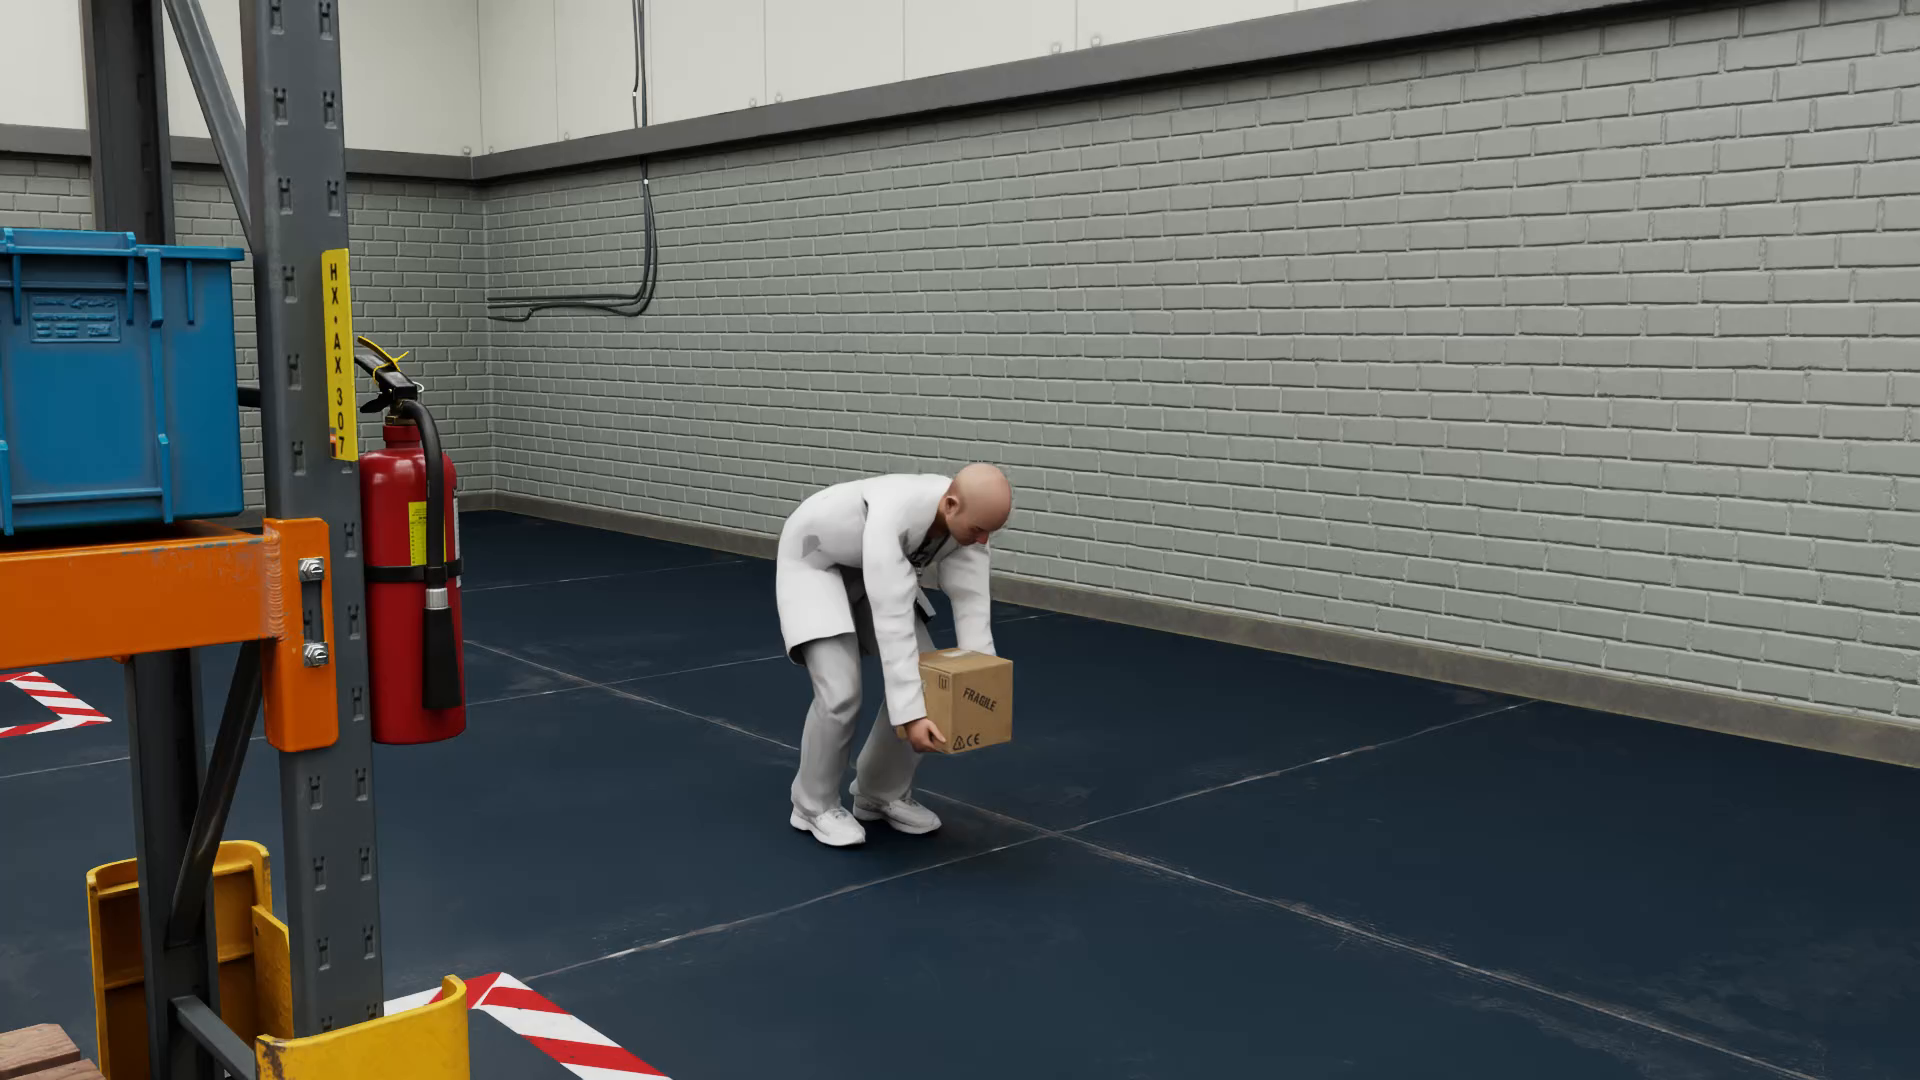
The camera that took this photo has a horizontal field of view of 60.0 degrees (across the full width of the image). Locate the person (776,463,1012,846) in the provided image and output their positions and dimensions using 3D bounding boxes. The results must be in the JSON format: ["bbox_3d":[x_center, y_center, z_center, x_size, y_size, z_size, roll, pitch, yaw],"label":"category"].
[{"bbox_3d":[-0.203,0.353,5.226,0.568,1.232,0.922,-7,10,-43],"label":"person"}]
